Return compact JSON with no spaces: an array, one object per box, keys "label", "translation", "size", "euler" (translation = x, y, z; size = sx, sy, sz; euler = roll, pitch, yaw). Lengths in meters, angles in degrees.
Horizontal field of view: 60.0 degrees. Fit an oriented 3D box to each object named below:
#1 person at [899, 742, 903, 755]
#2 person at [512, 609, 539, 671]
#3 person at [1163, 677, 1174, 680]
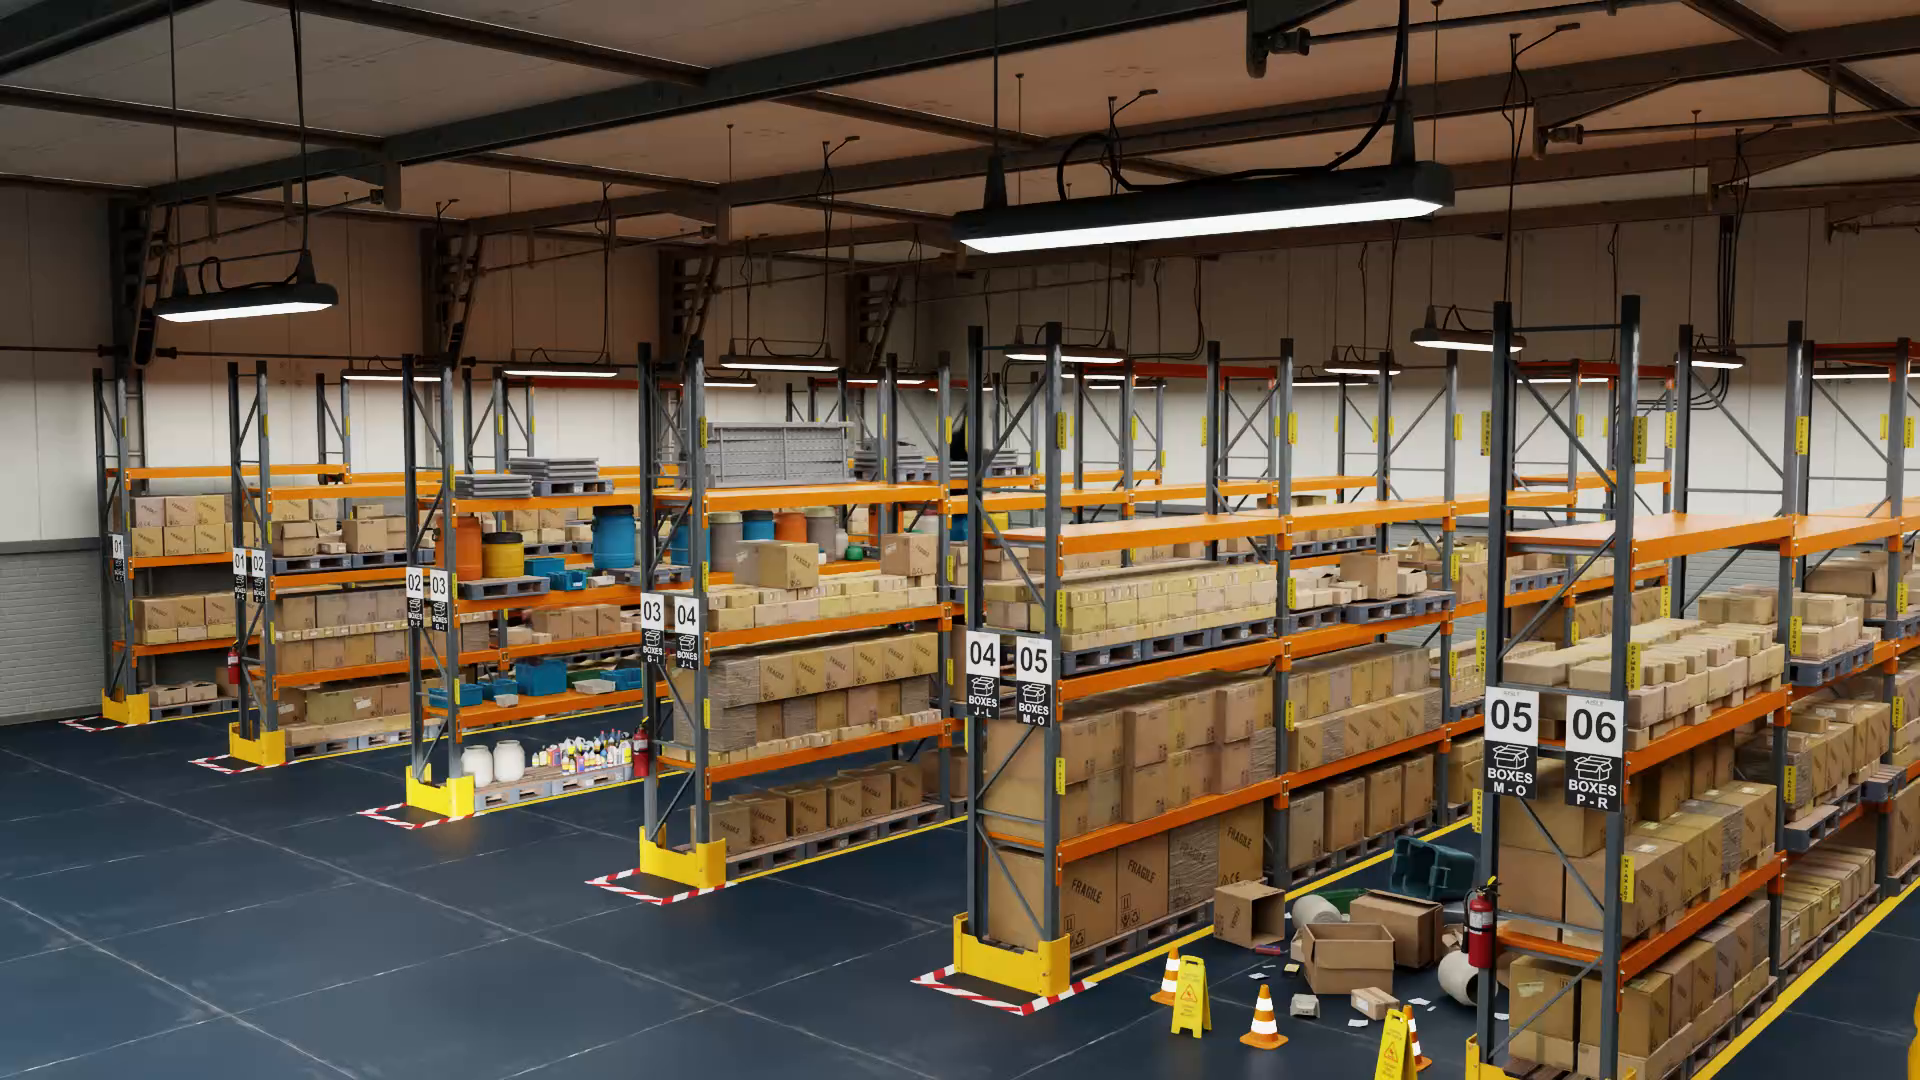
[{"label":"person","translation":[-1.121,2.526,25.241],"size":[0.695,1.572,0.890],"euler":[1,4,17]},{"label":"person","translation":[-7.921,2.101,30.340],"size":[0.650,1.680,0.578],"euler":[3,5,32]},{"label":"person","translation":[3.001,2.680,23.061],"size":[0.595,1.648,0.810],"euler":[3,5,38]}]
